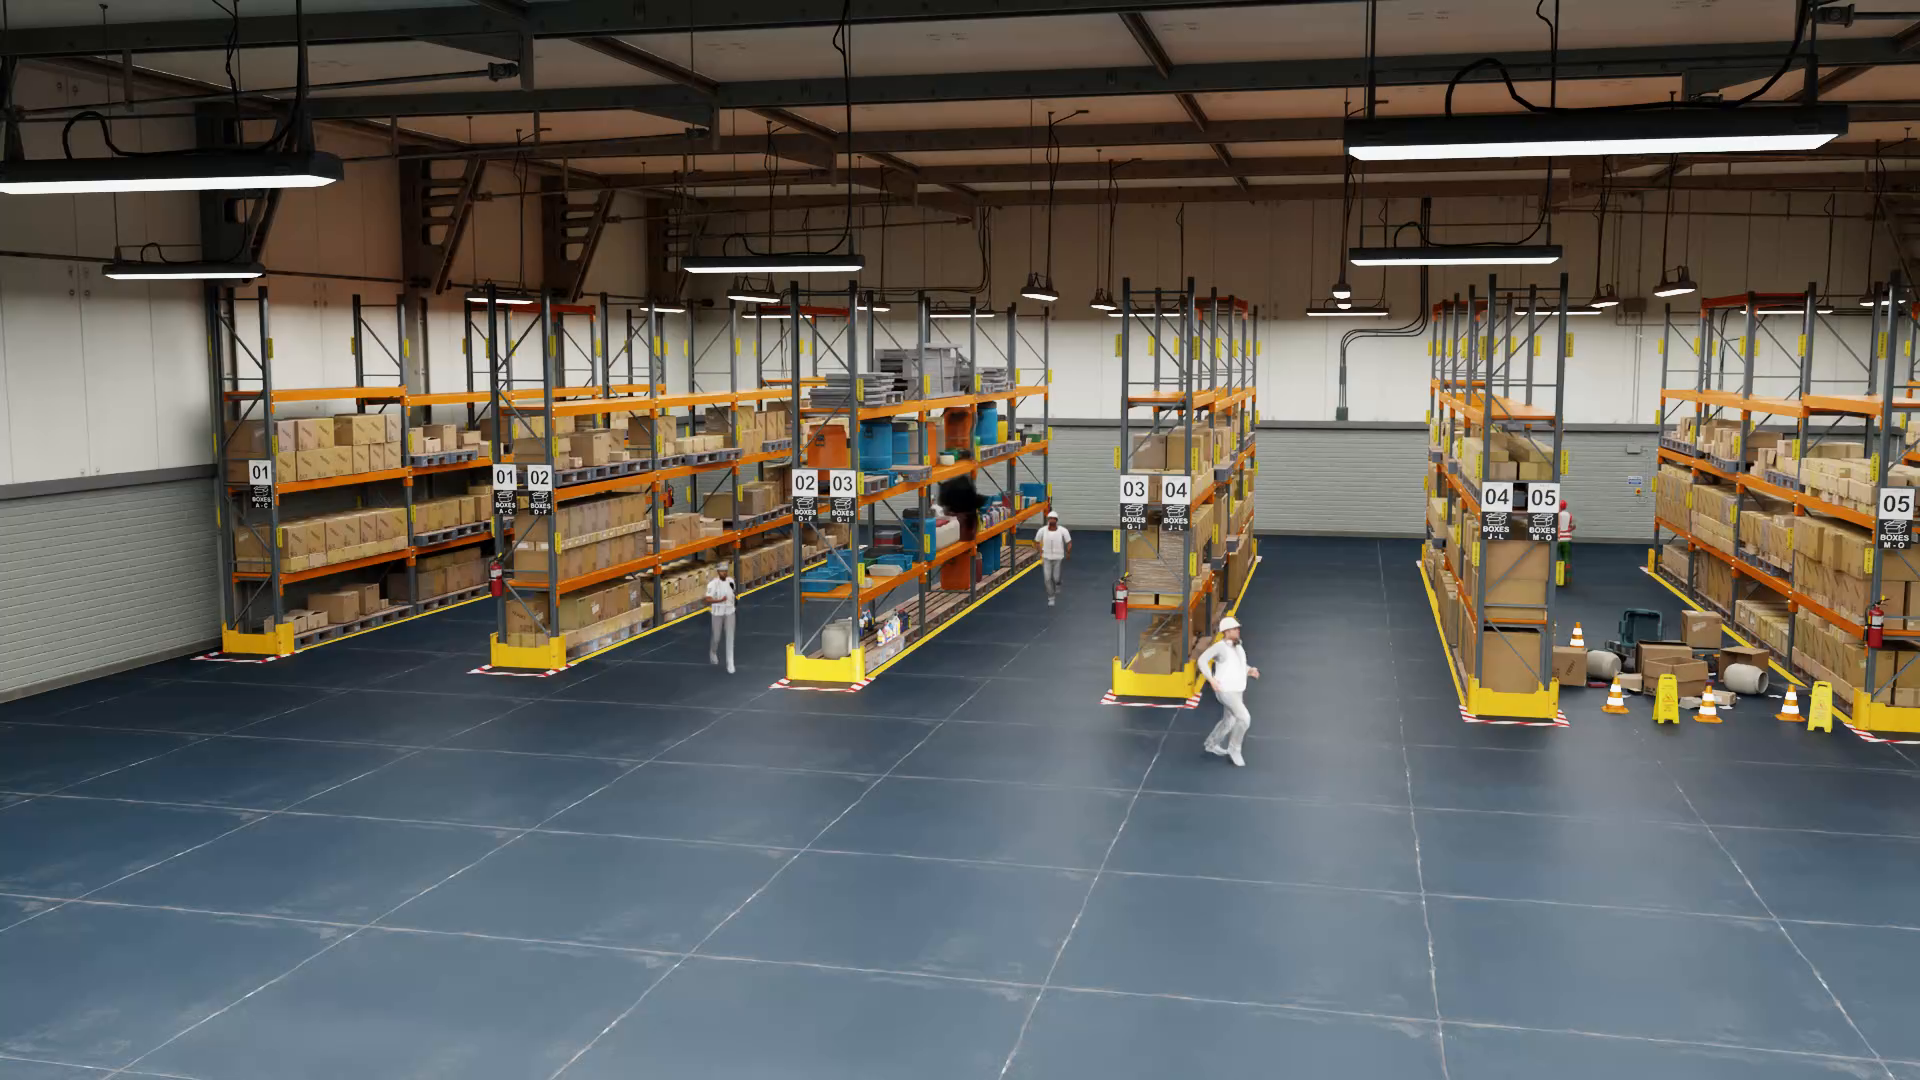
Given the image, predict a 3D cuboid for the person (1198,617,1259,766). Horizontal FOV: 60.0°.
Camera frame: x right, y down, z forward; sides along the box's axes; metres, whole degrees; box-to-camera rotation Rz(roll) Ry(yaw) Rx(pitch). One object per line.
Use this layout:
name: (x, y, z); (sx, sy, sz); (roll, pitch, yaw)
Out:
person: (3.270, 1.836, 20.182); (0.737, 1.796, 0.662); (5, 8, 39)

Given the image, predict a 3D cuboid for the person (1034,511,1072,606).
person: (1.711, 0.333, 30.737); (0.702, 1.738, 0.598); (1, 7, 8)

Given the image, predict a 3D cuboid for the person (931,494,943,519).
person: (-0.642, -0.211, 38.339); (0.595, 1.704, 0.730); (2, 7, 18)

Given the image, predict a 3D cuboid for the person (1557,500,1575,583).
person: (12.803, 0.056, 35.396); (0.588, 1.830, 0.835); (0, 7, -1)

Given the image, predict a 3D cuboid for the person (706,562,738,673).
person: (-3.709, 1.165, 25.922); (0.566, 1.699, 0.929); (-3, 7, -23)
